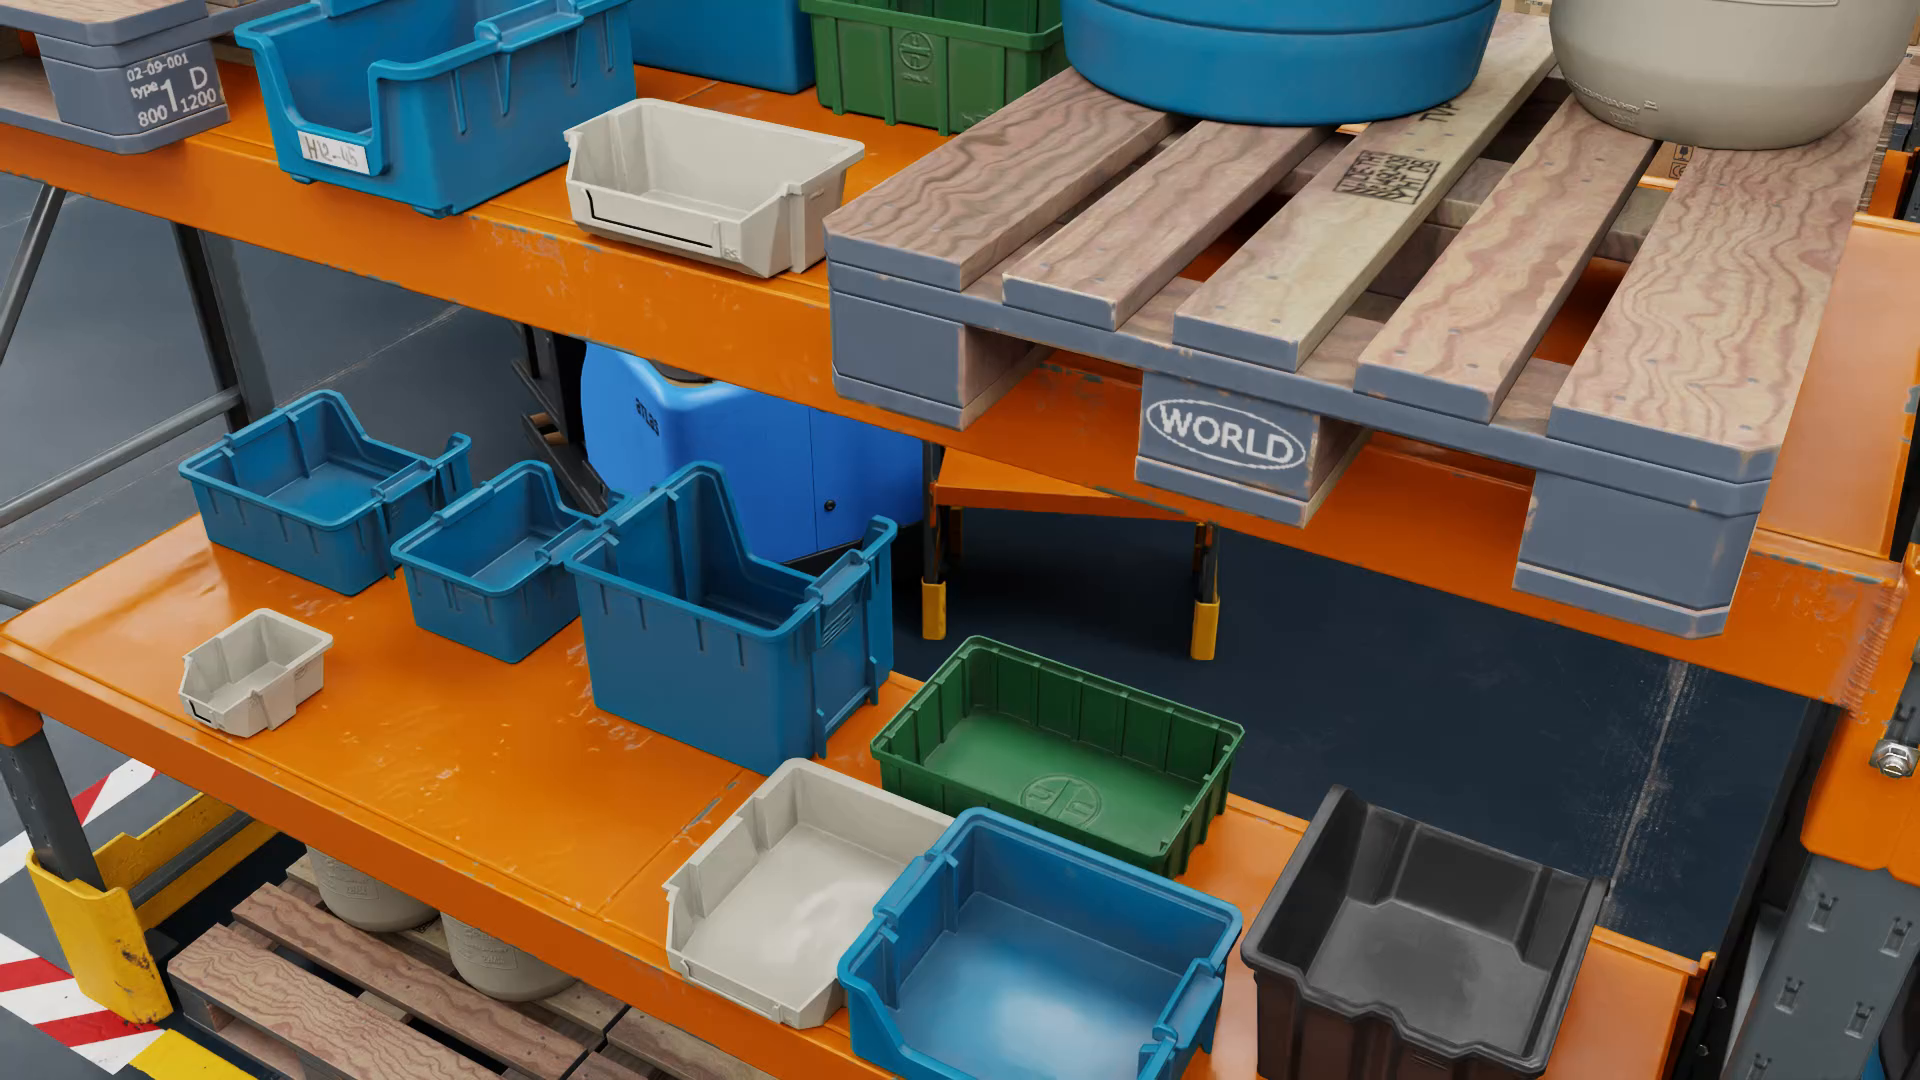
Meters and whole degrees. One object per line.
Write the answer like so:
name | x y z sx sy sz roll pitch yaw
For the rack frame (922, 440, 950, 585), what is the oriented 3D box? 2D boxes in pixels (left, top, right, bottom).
rack frame | -0.086 -0.413 6.018 0.032 1.500 0.500 4 34 6

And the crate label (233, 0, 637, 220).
crate label | -0.769 -0.706 2.531 0.408 0.251 0.502 18 37 24

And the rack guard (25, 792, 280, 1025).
rack guard | -2.141 0.846 5.029 0.348 0.500 1.175 18 37 24

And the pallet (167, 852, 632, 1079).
pallet | -1.438 1.192 4.769 1.213 0.211 1.003 18 37 24

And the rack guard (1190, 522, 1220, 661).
rack guard | 0.922 0.175 6.261 0.087 0.250 0.587 4 34 6

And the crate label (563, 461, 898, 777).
crate label | -0.498 0.169 3.759 0.616 0.435 0.502 18 37 24

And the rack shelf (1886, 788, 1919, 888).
rack shelf | 2.979 0.508 1.223 4.000 0.370 1.077 18 37 24

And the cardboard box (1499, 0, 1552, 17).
cardboard box | 2.259 -2.109 6.535 0.250 0.149 0.380 19 38 26

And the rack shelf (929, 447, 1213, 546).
rack shelf | 0.419 -0.229 6.066 1.000 0.185 0.538 4 34 6

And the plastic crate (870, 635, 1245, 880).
plastic crate | 0.204 0.486 3.504 0.662 0.188 0.450 18 37 24

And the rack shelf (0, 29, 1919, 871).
rack shelf | -0.494 -0.592 2.875 4.000 0.370 1.077 18 37 24

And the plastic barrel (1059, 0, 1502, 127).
plastic barrel | 0.431 -1.050 2.083 0.708 0.901 0.600 18 37 24

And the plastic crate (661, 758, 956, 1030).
plastic crate | -0.293 0.692 3.242 0.437 0.136 0.530 18 37 24

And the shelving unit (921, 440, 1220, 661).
shelving unit | 0.428 -0.378 5.965 1.083 1.500 0.587 4 34 6

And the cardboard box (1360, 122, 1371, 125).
cardboard box | 1.975 -2.058 7.044 0.500 0.500 0.700 19 38 26

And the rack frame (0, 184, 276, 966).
rack frame | -2.230 -0.193 4.333 0.127 3.000 1.000 18 37 24

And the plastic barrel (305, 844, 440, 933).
plastic barrel | -1.621 0.812 4.690 0.421 0.512 0.421 0 34 0

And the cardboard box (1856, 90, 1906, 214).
cardboard box | 3.315 -1.636 6.410 0.500 0.500 0.700 17 37 23

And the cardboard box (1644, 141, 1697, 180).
cardboard box | 2.854 -1.778 6.623 0.500 0.500 0.700 17 37 24

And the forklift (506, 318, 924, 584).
forklift | -1.272 -1.637 6.564 1.130 2.935 3.031 -18 38 -24

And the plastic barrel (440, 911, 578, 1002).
plastic barrel | -1.186 0.950 4.483 0.421 0.512 0.421 0 34 0

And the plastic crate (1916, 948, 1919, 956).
plastic crate | 1.815 0.867 2.685 0.583 0.464 0.402 18 37 24

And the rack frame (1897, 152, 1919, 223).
rack frame | 3.703 -1.475 6.259 0.127 3.000 1.000 18 37 24

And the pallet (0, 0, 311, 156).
pallet | -1.561 -1.088 3.142 1.213 0.211 1.003 18 37 24

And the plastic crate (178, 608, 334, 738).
plastic crate | -1.613 0.318 3.804 0.250 0.136 0.298 18 37 24

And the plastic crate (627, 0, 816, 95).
plastic crate | -0.425 -1.055 2.936 0.575 0.384 0.392 18 37 24

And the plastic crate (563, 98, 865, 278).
plastic crate | -0.352 -0.478 2.294 0.396 0.136 0.243 18 37 24

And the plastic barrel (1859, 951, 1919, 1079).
plastic barrel | 1.428 0.951 2.164 0.708 0.901 0.600 18 37 24

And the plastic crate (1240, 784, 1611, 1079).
plastic crate | 0.851 0.728 3.006 0.504 0.338 0.767 18 37 24

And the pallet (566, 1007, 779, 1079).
pallet | -0.383 1.528 4.265 1.213 0.211 1.003 18 37 24

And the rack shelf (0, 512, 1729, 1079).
rack shelf | -0.494 0.657 3.707 4.000 0.370 1.077 18 37 24

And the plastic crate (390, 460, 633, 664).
plastic crate | -1.086 0.044 4.112 0.408 0.251 0.499 18 37 24

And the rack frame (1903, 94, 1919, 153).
rack frame | 6.158 -3.860 9.841 0.127 3.000 1.000 18 37 24

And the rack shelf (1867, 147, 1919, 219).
rack shelf | 1.967 -1.726 7.285 4.000 0.370 1.077 18 37 24

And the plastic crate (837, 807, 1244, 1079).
plastic crate | 0.147 0.796 2.983 0.616 0.251 0.499 18 37 24

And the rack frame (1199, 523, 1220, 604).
rack frame | 0.924 -0.345 5.914 0.032 1.500 0.500 4 34 6

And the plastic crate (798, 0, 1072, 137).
plastic crate | 0.008 -0.818 2.757 0.450 0.188 0.336 18 37 24

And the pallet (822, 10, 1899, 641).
pallet | 0.568 -0.414 2.129 1.003 0.211 1.213 18 37 24

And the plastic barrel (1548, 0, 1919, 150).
plastic barrel | 0.966 -0.775 2.022 0.421 0.512 0.421 0 34 0

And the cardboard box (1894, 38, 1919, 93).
cardboard box | 3.361 -1.759 6.009 0.250 0.149 0.380 18 37 24

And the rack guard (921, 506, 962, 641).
rack guard | -0.066 0.108 6.362 0.087 0.250 0.587 4 34 6

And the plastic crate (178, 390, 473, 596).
plastic crate | -1.647 -0.137 4.384 0.616 0.251 0.499 18 37 24

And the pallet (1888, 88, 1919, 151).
pallet | 5.557 -2.867 10.865 1.213 0.211 1.003 18 37 24

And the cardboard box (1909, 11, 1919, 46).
cardboard box | 3.315 -2.176 6.051 0.500 0.500 0.700 18 38 25
